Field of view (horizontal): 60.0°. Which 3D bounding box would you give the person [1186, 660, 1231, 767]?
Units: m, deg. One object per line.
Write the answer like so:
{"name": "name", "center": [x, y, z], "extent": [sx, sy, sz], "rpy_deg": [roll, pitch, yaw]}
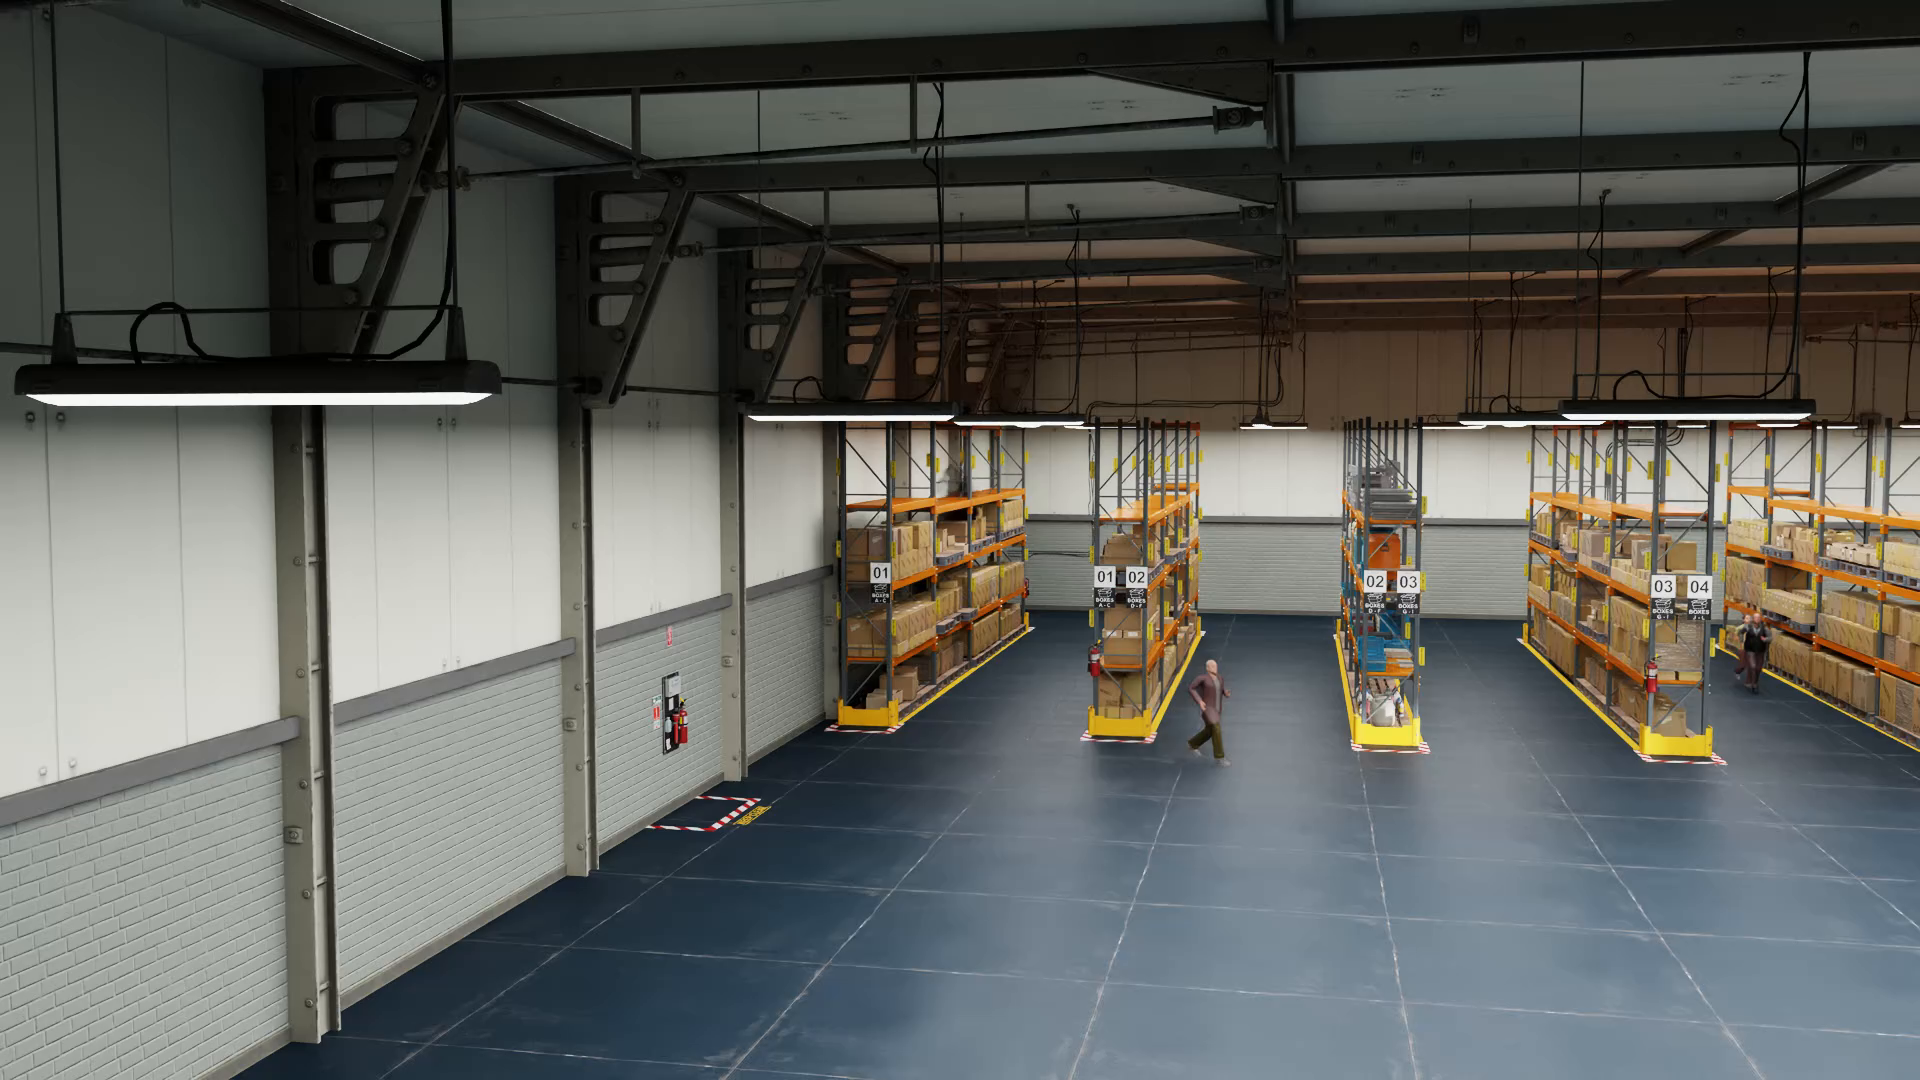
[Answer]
{"name": "person", "center": [4.331, 2.963, 28.768], "extent": [0.686, 1.804, 0.988], "rpy_deg": [-4, 5, -44]}

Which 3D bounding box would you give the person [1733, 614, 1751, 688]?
{"name": "person", "center": [17.633, 2.466, 37.273], "extent": [0.580, 1.645, 0.924], "rpy_deg": [0, 4, 6]}

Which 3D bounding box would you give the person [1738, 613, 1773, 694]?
{"name": "person", "center": [17.462, 2.466, 36.503], "extent": [0.646, 1.726, 0.953], "rpy_deg": [1, 4, 14]}
